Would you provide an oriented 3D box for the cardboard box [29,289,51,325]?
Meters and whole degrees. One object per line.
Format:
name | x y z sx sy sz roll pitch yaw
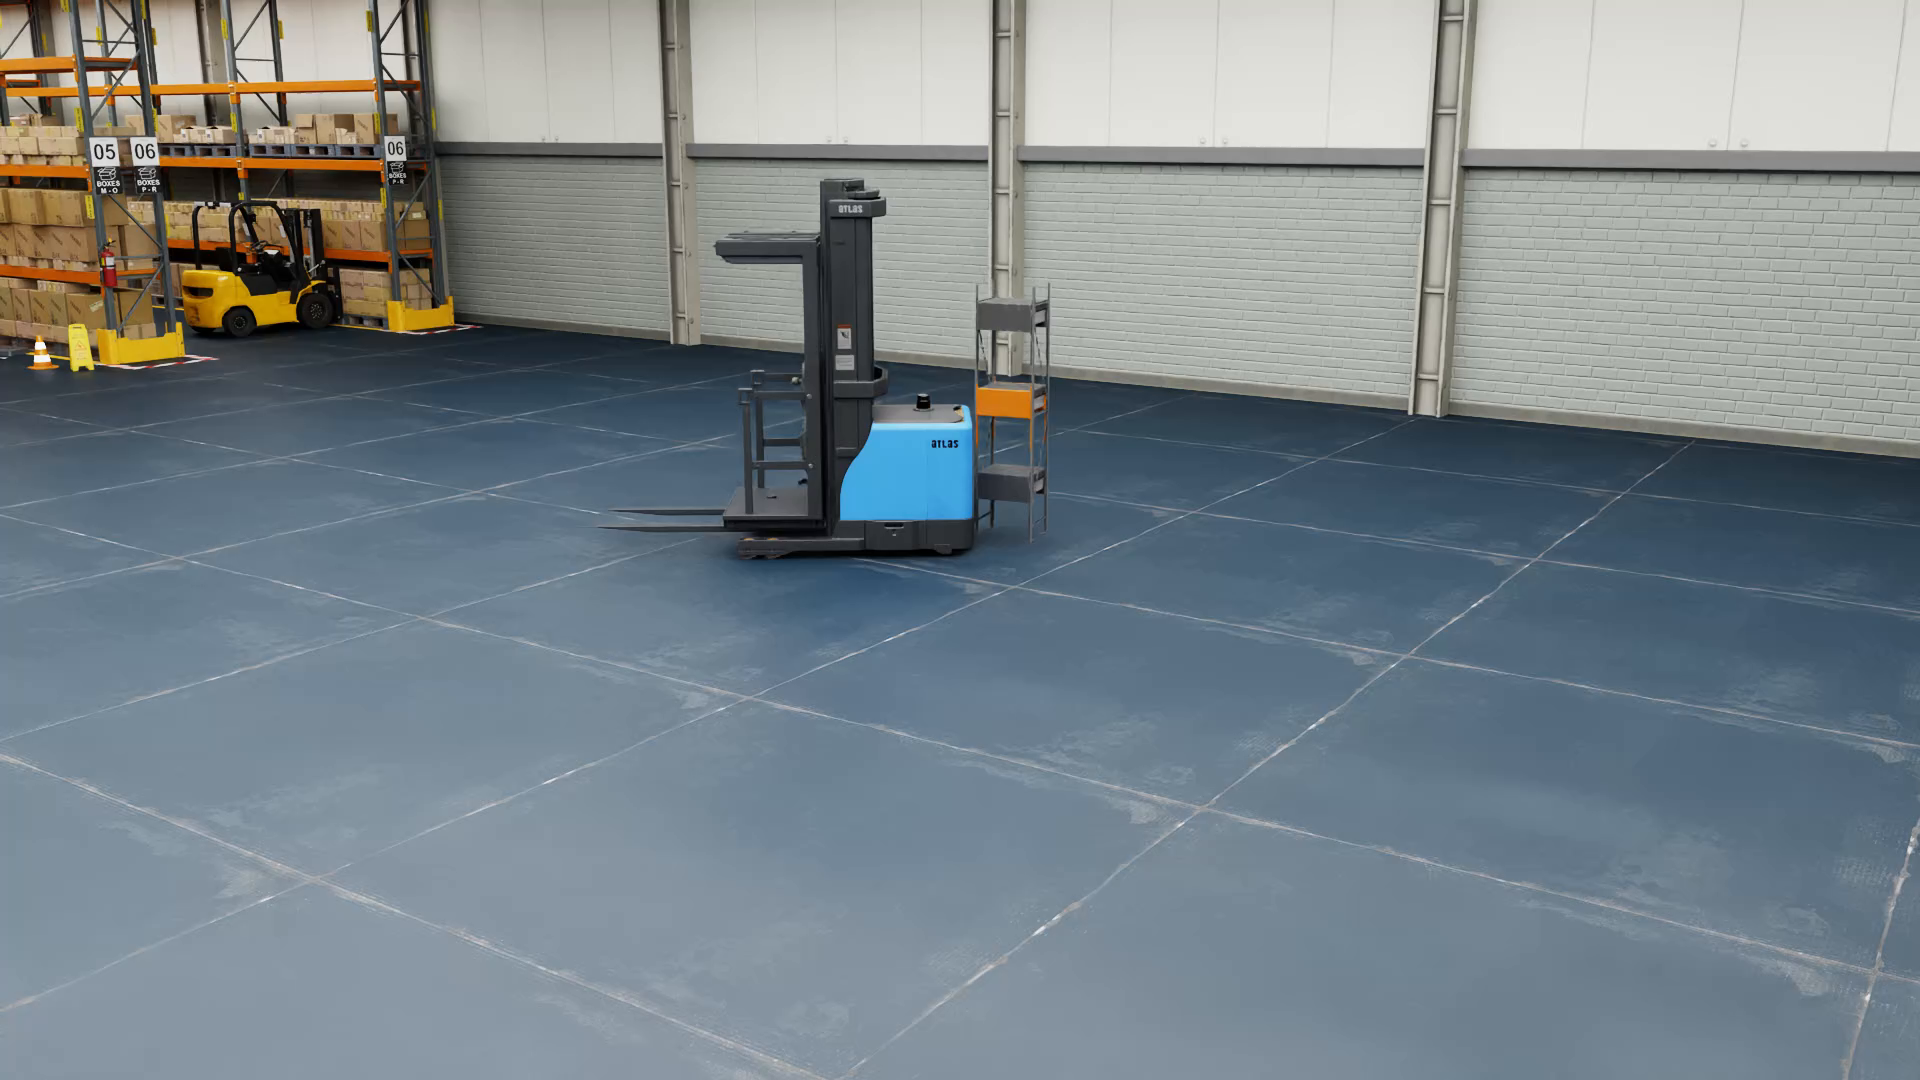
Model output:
cardboard box | -13.680 -3.543 25.180 0.500 0.500 0.500 9 16 32

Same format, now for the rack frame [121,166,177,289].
rack frame | -15.891 -6.179 32.541 0.127 3.000 1.000 9 17 33

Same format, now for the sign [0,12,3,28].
sign | -15.021 -8.162 25.958 0.005 0.325 0.100 9 17 33

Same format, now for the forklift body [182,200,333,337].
forklift body | -11.845 -4.584 27.867 1.214 2.155 2.313 9 17 33

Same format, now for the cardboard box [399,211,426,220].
cardboard box | -9.390 -5.567 28.510 0.250 0.149 0.380 9 16 31

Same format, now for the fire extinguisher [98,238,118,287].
fire extinguisher | -12.182 -3.971 23.783 0.183 0.674 0.296 9 17 33

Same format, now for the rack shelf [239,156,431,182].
rack shelf | -10.912 -6.481 29.016 4.000 0.370 1.077 9 17 33

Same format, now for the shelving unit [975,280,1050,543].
shelving unit | 0.431 -1.061 13.741 0.503 2.100 0.431 6 15 21

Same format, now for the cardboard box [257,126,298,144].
cardboard box | -12.018 -7.147 29.315 0.500 0.311 0.500 10 17 34

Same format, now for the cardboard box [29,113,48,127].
cardboard box | -18.918 -8.620 34.119 0.258 0.266 0.396 9 16 32

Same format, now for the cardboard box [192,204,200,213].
cardboard box | -14.056 -6.173 30.959 0.250 0.149 0.380 9 17 33

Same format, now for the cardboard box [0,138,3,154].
cardboard box | -14.285 -5.929 24.983 0.500 0.250 0.500 9 17 33

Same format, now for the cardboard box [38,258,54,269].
cardboard box | -13.550 -4.159 24.904 0.250 0.149 0.380 9 17 32

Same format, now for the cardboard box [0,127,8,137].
cardboard box | -14.149 -6.102 24.853 0.250 0.149 0.380 9 16 32

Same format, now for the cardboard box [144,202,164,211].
cardboard box | -15.341 -6.376 31.779 0.250 0.149 0.380 10 17 34

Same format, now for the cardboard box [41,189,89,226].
cardboard box | -12.982 -4.888 24.420 0.500 0.500 0.700 9 17 33

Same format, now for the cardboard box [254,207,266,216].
cardboard box | -12.454 -5.911 29.899 0.250 0.149 0.380 9 16 32

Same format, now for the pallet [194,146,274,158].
pallet | -13.311 -7.121 30.504 1.217 0.209 0.805 8 16 31

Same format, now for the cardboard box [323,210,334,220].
cardboard box | -10.775 -5.627 28.754 0.250 0.149 0.380 9 17 33

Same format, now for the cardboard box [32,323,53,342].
cardboard box | -13.704 -3.180 25.274 0.500 0.250 0.500 8 16 31

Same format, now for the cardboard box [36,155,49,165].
cardboard box | -13.305 -5.582 24.412 0.250 0.149 0.380 9 17 32

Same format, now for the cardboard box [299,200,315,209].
cardboard box | -11.360 -5.891 29.202 0.250 0.149 0.380 9 17 33

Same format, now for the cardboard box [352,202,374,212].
cardboard box | -10.122 -5.676 28.334 0.250 0.149 0.380 10 17 34

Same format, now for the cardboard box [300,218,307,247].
cardboard box | -11.487 -5.445 29.369 0.500 0.500 0.500 9 17 32

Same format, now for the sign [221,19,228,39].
sign | -12.865 -8.937 29.088 0.005 0.325 0.100 9 17 33

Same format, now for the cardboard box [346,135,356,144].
cardboard box | -10.110 -6.743 28.018 0.250 0.149 0.380 9 16 31

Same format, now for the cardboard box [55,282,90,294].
cardboard box | -13.172 -3.755 24.687 0.250 0.149 0.380 10 17 34

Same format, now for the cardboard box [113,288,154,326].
cardboard box | -12.555 -3.515 25.069 0.500 0.500 0.500 9 16 31

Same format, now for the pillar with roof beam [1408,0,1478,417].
pillar with roof beam | 3.206 -5.019 15.370 0.400 9.000 9.100 9 17 33

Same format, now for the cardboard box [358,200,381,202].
cardboard box | -10.267 -5.842 29.004 0.250 0.149 0.380 10 17 35

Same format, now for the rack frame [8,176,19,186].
rack frame | -15.339 -4.652 26.374 0.127 3.000 1.000 9 17 33

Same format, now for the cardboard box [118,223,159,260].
cardboard box | -12.258 -4.427 24.639 0.500 0.500 0.500 9 16 32

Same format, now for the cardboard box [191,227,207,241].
cardboard box | -13.951 -5.724 31.016 0.500 0.250 0.500 9 17 33

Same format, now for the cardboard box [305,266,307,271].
cardboard box | -11.508 -4.734 29.473 0.500 0.250 0.500 10 17 35

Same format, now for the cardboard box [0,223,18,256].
cardboard box | -14.291 -4.598 25.328 0.500 0.500 0.500 9 17 32

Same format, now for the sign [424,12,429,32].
sign | -8.938 -8.658 27.798 0.005 0.325 0.100 9 17 33

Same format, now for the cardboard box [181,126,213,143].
cardboard box | -13.945 -7.459 30.573 0.500 0.311 0.500 9 16 31

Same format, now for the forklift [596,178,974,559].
forklift | -1.411 -1.400 13.379 3.031 2.935 1.130 0 14 -1

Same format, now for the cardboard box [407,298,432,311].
cardboard box | -9.551 -4.080 28.910 0.500 0.250 0.500 9 17 33

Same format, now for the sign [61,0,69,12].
sign | -12.347 -7.450 22.919 0.005 0.325 0.100 9 17 33

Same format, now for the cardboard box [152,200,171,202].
cardboard box | -15.508 -6.539 32.438 0.250 0.149 0.380 10 17 35

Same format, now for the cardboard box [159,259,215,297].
cardboard box | -14.835 -5.057 32.079 0.625 0.625 0.875 10 17 35

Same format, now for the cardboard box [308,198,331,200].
cardboard box | -11.484 -6.072 29.932 0.250 0.149 0.380 9 16 32

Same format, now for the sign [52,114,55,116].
sign | -18.903 -8.725 34.687 0.005 0.325 0.100 9 17 33

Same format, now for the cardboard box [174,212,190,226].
cardboard box | -14.382 -6.036 31.235 0.500 0.250 0.500 9 17 34

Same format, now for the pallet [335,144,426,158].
pallet | -9.825 -6.619 28.261 1.213 0.211 1.003 9 17 33

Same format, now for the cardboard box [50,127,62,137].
cardboard box | -12.880 -5.896 24.020 0.250 0.149 0.380 9 16 32
